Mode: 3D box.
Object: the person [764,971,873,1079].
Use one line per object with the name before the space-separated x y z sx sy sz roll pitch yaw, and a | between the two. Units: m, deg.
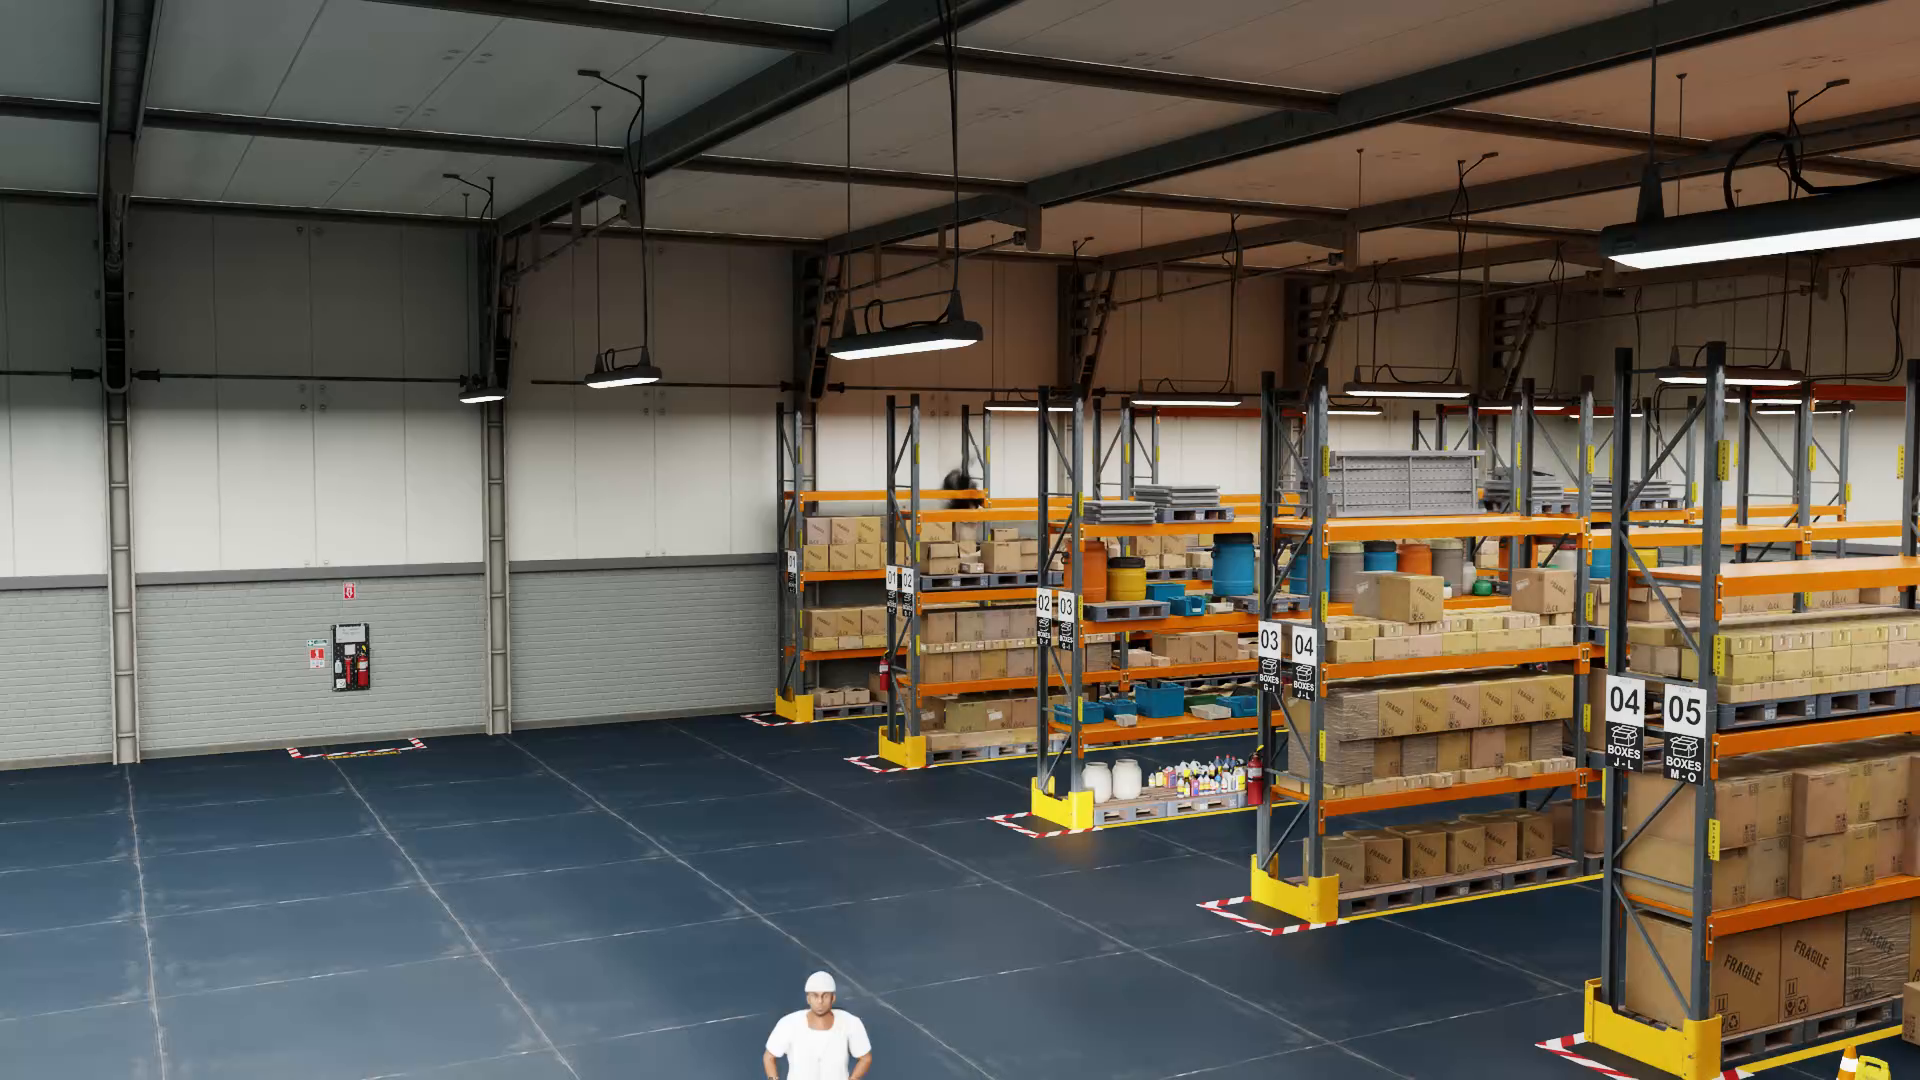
person | -0.925 3.683 10.935 0.718 1.724 0.618 0 3 -8
